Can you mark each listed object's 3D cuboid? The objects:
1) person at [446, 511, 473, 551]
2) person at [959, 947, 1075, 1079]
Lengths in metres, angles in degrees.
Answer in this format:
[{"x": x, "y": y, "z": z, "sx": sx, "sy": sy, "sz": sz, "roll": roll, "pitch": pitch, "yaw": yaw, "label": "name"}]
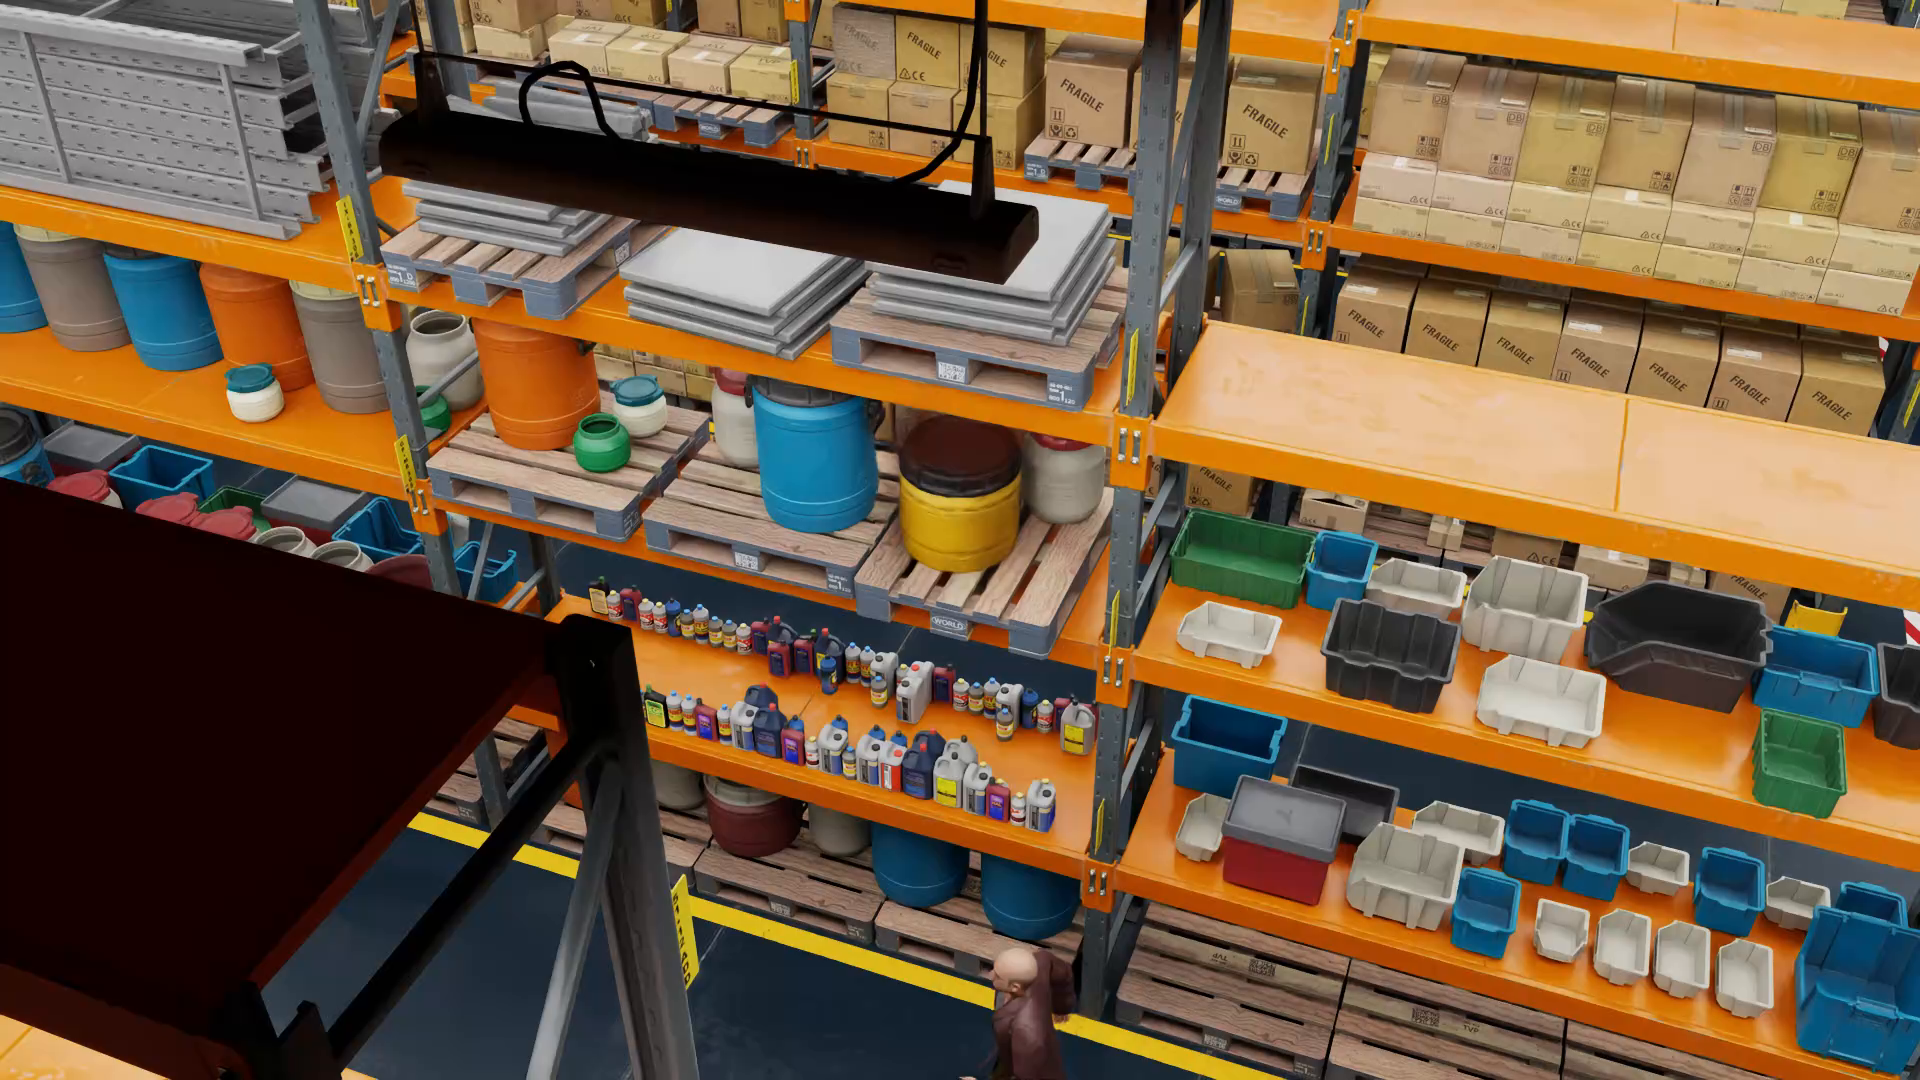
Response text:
[{"x": -3.615, "y": 0.168, "z": 11.794, "sx": 0.564, "sy": 1.695, "sz": 0.481, "roll": -6, "pitch": 37, "yaw": -7, "label": "person"}, {"x": 0.393, "y": 2.665, "z": 8.324, "sx": 0.893, "sy": 1.776, "sz": 0.728, "roll": 0, "pitch": 36, "yaw": 0, "label": "person"}]
